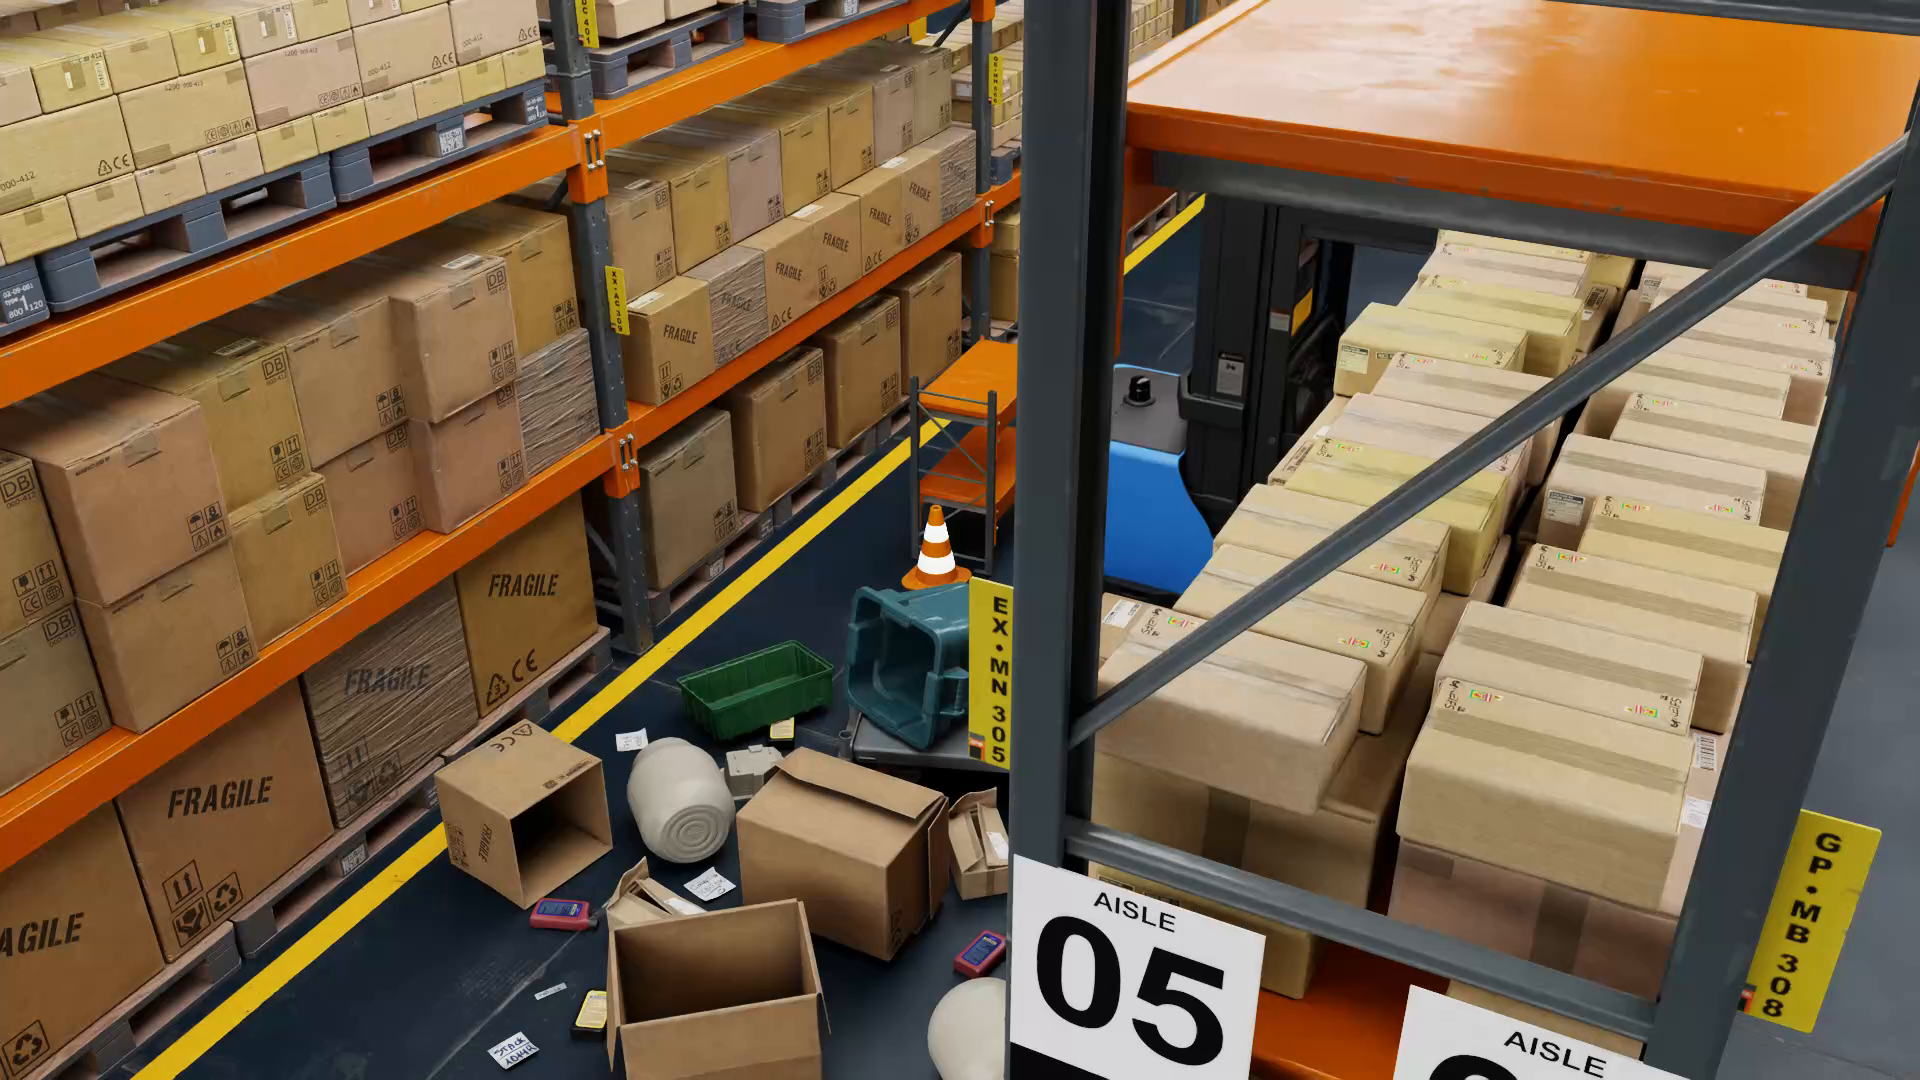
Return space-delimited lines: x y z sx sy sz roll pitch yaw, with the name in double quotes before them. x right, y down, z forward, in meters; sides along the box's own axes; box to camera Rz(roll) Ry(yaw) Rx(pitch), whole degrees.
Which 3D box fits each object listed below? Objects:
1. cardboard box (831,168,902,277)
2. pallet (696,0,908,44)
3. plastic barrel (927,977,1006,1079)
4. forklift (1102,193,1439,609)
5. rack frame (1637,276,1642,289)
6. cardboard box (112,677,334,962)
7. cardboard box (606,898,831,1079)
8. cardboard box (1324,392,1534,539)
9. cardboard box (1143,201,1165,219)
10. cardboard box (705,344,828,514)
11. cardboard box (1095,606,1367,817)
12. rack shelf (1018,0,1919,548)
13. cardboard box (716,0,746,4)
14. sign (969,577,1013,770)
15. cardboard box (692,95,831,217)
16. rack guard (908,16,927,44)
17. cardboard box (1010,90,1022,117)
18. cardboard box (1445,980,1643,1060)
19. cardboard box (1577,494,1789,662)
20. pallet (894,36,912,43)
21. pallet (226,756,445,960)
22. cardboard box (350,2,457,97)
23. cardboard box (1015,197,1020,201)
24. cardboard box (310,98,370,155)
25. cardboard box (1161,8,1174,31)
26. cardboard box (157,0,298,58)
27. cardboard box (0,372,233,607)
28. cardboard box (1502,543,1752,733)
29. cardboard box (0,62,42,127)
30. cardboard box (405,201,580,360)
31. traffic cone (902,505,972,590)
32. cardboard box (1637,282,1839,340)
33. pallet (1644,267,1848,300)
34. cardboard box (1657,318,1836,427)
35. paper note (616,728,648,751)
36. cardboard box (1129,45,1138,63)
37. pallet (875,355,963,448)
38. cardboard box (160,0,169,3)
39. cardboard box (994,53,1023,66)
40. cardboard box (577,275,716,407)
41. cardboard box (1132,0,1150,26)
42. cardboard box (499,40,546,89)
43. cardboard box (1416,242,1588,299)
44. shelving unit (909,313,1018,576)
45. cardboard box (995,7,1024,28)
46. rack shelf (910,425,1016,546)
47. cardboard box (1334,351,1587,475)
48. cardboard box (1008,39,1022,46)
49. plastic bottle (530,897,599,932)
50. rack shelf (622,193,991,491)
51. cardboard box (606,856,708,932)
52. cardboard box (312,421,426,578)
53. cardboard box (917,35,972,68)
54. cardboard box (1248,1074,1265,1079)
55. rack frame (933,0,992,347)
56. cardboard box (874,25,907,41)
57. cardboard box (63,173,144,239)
"cardboard box" -0.687 -1.940 10.015 0.500 0.500 0.500 14 33 22
"pallet" -1.017 -3.024 9.182 1.003 0.211 1.213 16 33 26
"plastic barrel" 0.137 1.883 6.045 0.421 0.421 0.512 -12 32 -20
"forklift" 1.947 -0.805 8.208 3.031 2.935 1.130 14 33 23
"rack frame" 2.366 0.252 6.299 1.000 3.000 0.127 14 33 23
"cardboard box" -3.259 0.980 6.743 0.875 0.875 0.875 14 33 23
"cardboard box" -0.910 1.755 6.189 0.797 0.503 0.637 -7 31 -11
"cardboard box" 0.966 -0.160 3.456 0.380 0.149 0.250 14 33 23
"cardboard box" 1.445 -3.086 14.200 0.500 0.500 0.500 14 33 22
"cardboard box" -1.441 -0.755 9.890 1.050 0.750 0.750 14 33 23
"cardboard box" 0.435 0.271 2.706 0.380 0.149 0.250 15 33 24
"rack shelf" 1.455 -1.150 3.441 1.077 0.370 4.000 14 33 23
"cardboard box" -1.216 -2.806 8.342 0.380 0.149 0.250 14 33 23
"sign" 0.059 0.206 2.479 0.100 0.325 0.005 14 33 23
"cardboard box" -1.171 -2.201 9.466 0.700 0.500 0.500 14 33 23
"rack guard" -0.978 -6.243 20.119 1.175 0.500 0.348 14 33 23
"cardboard box" 0.256 -3.091 11.653 0.380 0.149 0.250 16 34 26
"cardboard box" 0.984 0.760 2.655 0.380 0.149 0.250 14 33 23
"cardboard box" 1.338 0.070 3.056 0.380 0.149 0.250 14 33 23
"pallet" -1.284 -5.734 19.524 1.003 0.211 1.213 14 33 23
"pallet" -3.057 1.245 7.370 1.003 0.211 1.213 14 33 23
"cardboard box" -2.313 -1.916 6.392 0.500 0.250 0.500 14 33 23
"cardboard box" 0.496 -2.498 12.424 0.500 0.250 0.500 14 33 23
"cardboard box" -2.430 -1.559 6.171 0.380 0.149 0.250 15 33 24
"cardboard box" 1.553 -4.354 13.851 0.380 0.149 0.250 15 33 25
"cardboard box" -2.545 -1.796 5.782 0.380 0.149 0.250 14 33 23
"cardboard box" -3.161 -0.224 5.893 0.875 0.550 0.550 14 33 23
"cardboard box" 1.248 0.277 3.095 0.500 0.250 0.500 14 33 23
"cardboard box" -3.009 -1.342 4.993 0.380 0.149 0.250 14 33 22
"cardboard box" -2.285 -1.204 7.599 0.875 0.550 0.550 14 33 23
"traffic cone" -0.131 0.022 9.247 0.336 0.463 0.334 14 33 23
"cardboard box" 2.175 -0.632 4.678 0.500 0.250 0.500 14 33 22
"pallet" 2.742 -1.217 6.033 1.213 0.211 1.003 14 33 23
"cardboard box" 1.795 -0.387 3.851 0.380 0.149 0.250 15 33 24
"paper note" -1.587 0.965 8.039 0.147 0.020 0.142 -7 31 -11
"cardboard box" 1.206 -3.889 13.340 0.380 0.149 0.250 13 32 21
"pallet" -0.690 -1.058 11.380 1.003 0.211 1.213 14 33 23
"cardboard box" -3.017 -2.053 6.230 0.380 0.149 0.250 15 33 24
"cardboard box" 0.355 -3.319 11.751 0.380 0.149 0.250 14 33 23
"cardboard box" -1.607 -1.042 8.451 0.500 0.500 0.500 15 33 24
"cardboard box" 1.308 -4.248 13.369 0.380 0.149 0.250 13 32 22
"cardboard box" -1.968 -2.009 6.955 0.380 0.149 0.250 14 33 23
"cardboard box" 1.388 -0.630 4.275 0.380 0.149 0.250 14 33 23
"shelving unit" 0.162 -0.571 9.600 0.538 1.125 1.048 12 31 20
"cardboard box" 0.381 -4.060 13.041 0.380 0.149 0.250 16 33 25
"rack shelf" 0.160 -0.358 9.719 0.538 0.278 1.000 12 31 20
"cardboard box" 1.228 -0.306 4.110 0.500 0.250 0.500 15 33 24
"cardboard box" 0.258 -3.811 12.906 0.380 0.149 0.250 14 33 22
"plastic bottle" -1.640 1.569 6.956 0.283 0.061 0.133 4 30 6
"rack shelf" -1.175 -1.401 9.900 1.077 0.370 4.000 14 33 23
"cardboard box" -1.230 1.539 6.803 0.396 0.266 0.258 21 36 32
"cardboard box" -2.825 -0.263 7.046 0.875 0.550 0.550 14 33 23
"cardboard box" -0.095 -3.598 12.237 0.380 0.149 0.250 15 33 25
"cardboard box" 0.582 1.143 3.344 0.700 0.500 0.500 13 33 22
"rack frame" -0.264 -2.599 11.265 1.000 3.000 0.127 14 33 23
"cardboard box" -1.210 -6.275 19.377 0.875 0.875 0.875 14 33 23
"cardboard box" -2.892 -1.109 5.387 0.380 0.149 0.250 14 33 23
